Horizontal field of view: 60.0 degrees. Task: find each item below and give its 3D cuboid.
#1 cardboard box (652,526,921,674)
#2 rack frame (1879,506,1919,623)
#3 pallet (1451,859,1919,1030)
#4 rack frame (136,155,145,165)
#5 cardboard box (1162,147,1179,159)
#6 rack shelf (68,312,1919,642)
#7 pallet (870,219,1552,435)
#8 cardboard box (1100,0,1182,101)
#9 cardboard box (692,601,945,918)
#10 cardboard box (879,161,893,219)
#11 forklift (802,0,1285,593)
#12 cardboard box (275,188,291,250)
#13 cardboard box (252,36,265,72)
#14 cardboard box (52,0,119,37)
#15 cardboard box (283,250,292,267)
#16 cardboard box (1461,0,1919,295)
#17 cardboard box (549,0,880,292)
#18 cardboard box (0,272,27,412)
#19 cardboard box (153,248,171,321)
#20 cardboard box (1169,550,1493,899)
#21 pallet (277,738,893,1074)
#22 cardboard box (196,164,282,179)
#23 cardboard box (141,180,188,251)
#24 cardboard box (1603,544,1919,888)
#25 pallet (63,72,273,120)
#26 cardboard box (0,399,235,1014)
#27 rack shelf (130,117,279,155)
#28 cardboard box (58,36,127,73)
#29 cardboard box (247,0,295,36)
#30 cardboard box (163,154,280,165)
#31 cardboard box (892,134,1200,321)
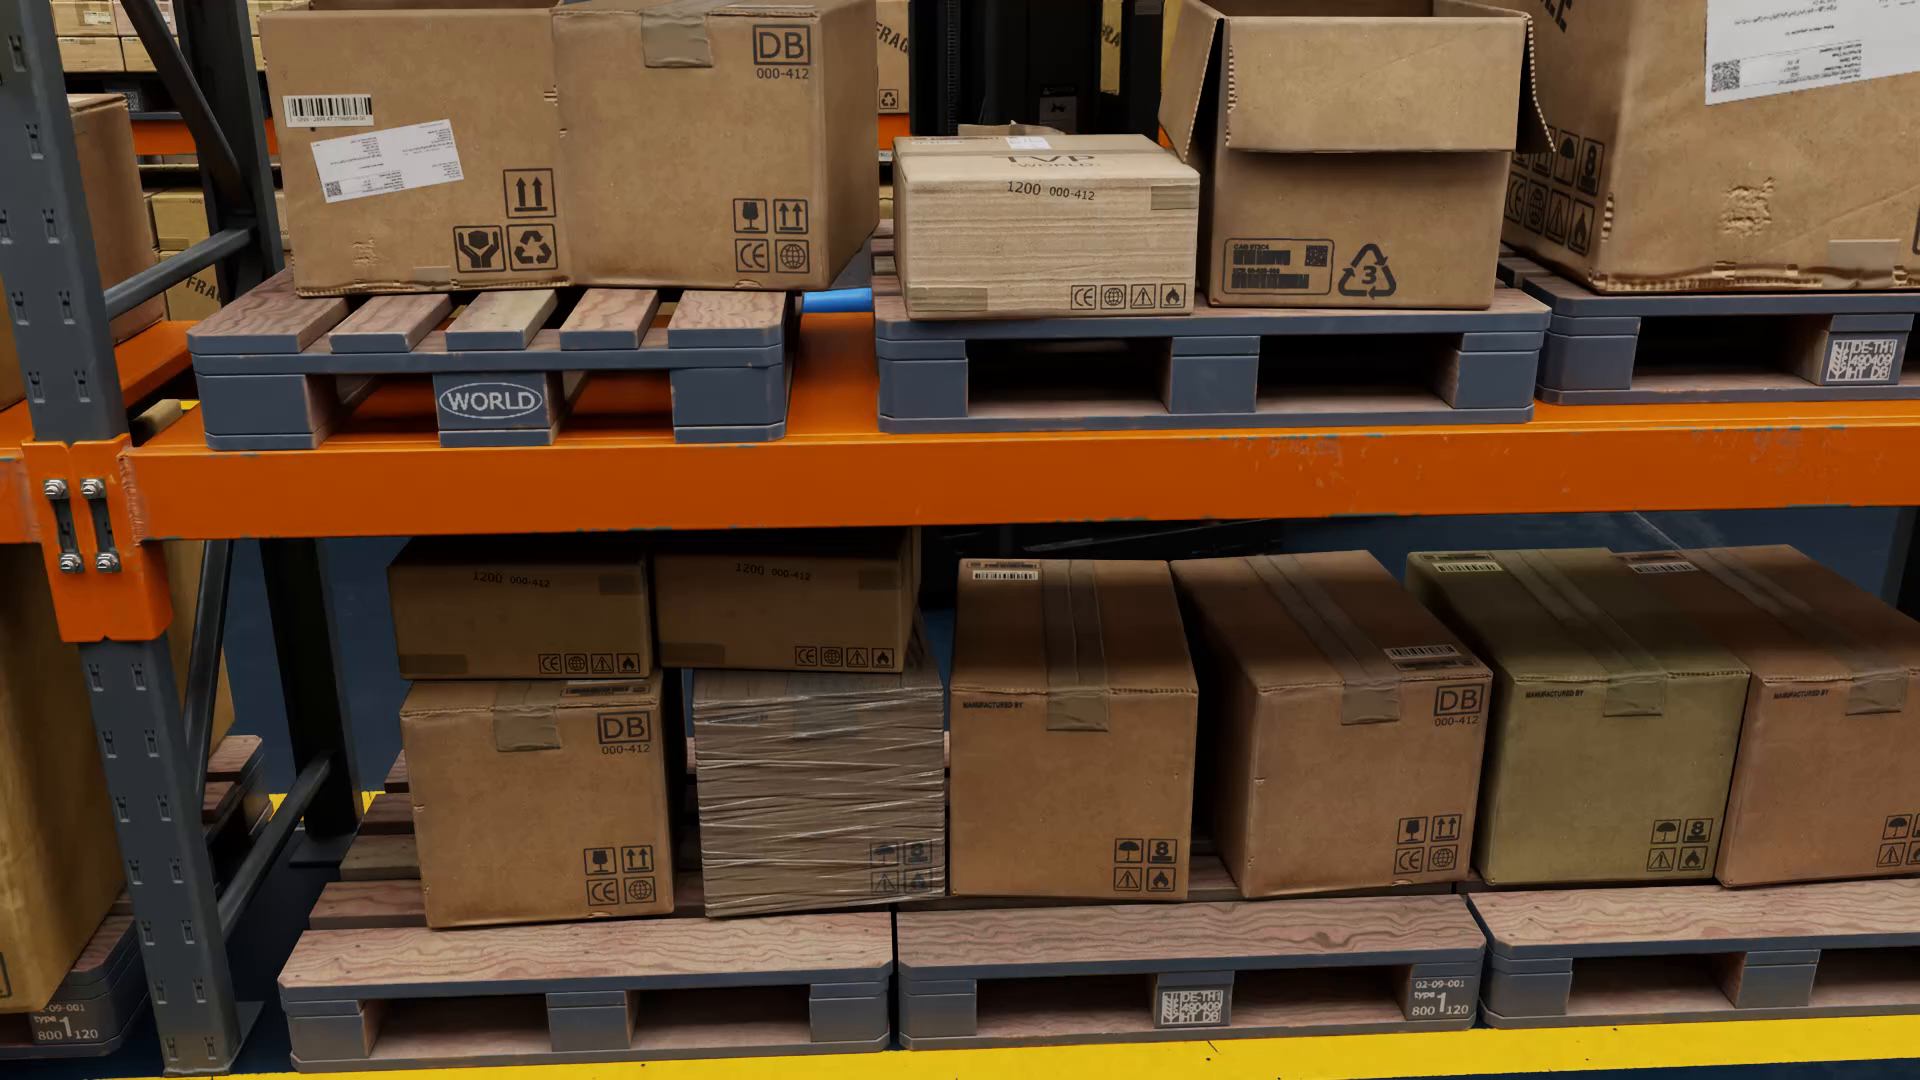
[{"bbox_3d":[-0.352,0.064,3.579,0.500,0.250,0.500,1,21,3],"label":"cardboard box"},{"bbox_3d":[2.445,-0.591,3.458,0.127,3.000,1.000,-1,21,-3],"label":"rack frame"},{"bbox_3d":[1.668,0.728,3.911,1.213,0.211,1.003,-1,21,-3],"label":"pallet"},{"bbox_3d":[-6.108,-3.949,12.277,0.127,3.000,1.000,-1,21,-3],"label":"rack frame"},{"bbox_3d":[1.356,-3.068,13.067,0.625,0.372,0.950,-1,21,-2],"label":"cardboard box"},{"bbox_3d":[0.448,-0.214,3.479,4.000,0.370,1.077,-1,21,-3],"label":"rack shelf"},{"bbox_3d":[0.425,-0.475,3.422,1.213,0.211,1.003,-1,21,-3],"label":"pallet"},{"bbox_3d":[0.748,-2.276,7.742,0.500,0.500,0.500,-1,21,-2],"label":"cardboard box"},{"bbox_3d":[-0.328,0.416,3.707,0.500,0.500,0.700,-3,21,-8],"label":"cardboard box"},{"bbox_3d":[-0.245,-1.418,8.201,0.750,0.750,1.050,-1,21,-2],"label":"cardboard box"},{"bbox_3d":[0.623,-1.443,5.792,3.031,2.935,1.130,-8,22,-19],"label":"forklift"},{"bbox_3d":[-2.902,-1.531,7.796,0.500,0.250,0.500,-1,21,-2],"label":"cardboard box"},{"bbox_3d":[-2.951,-2.166,7.357,0.250,0.149,0.380,-1,21,-4],"label":"cardboard box"},{"bbox_3d":[-3.743,-2.288,7.258,0.250,0.149,0.380,-2,21,-4],"label":"cardboard box"},{"bbox_3d":[-2.891,-1.186,7.944,0.500,0.500,0.500,0,21,-1],"label":"cardboard box"},{"bbox_3d":[1.644,-1.101,3.364,1.000,1.000,1.000,-1,21,-3],"label":"cardboard box"},{"bbox_3d":[-0.460,-0.825,3.341,0.500,0.500,0.700,2,21,5],"label":"cardboard box"},{"bbox_3d":[-2.027,-0.458,2.969,0.500,0.500,0.500,-1,21,-1],"label":"cardboard box"},{"bbox_3d":[-3.921,-1.168,7.896,0.500,0.500,0.500,-1,21,-2],"label":"cardboard box"},{"bbox_3d":[0.795,0.391,3.773,0.500,0.500,0.700,-3,21,-8],"label":"cardboard box"},{"bbox_3d":[-0.768,0.778,3.781,1.213,0.211,1.003,-1,21,-3],"label":"pallet"},{"bbox_3d":[-3.434,-1.708,8.262,0.500,0.250,0.500,-1,21,-3],"label":"cardboard box"},{"bbox_3d":[-3.930,-1.513,7.747,0.500,0.250,0.500,0,21,-1],"label":"cardboard box"},{"bbox_3d":[1.831,0.376,3.811,0.500,0.500,0.700,-3,21,-7],"label":"cardboard box"},{"bbox_3d":[-3.705,-2.129,7.768,1.213,0.211,1.003,-1,21,-3],"label":"pallet"},{"bbox_3d":[-2.239,0.294,3.530,0.875,0.875,1.225,-2,21,-6],"label":"cardboard box"},{"bbox_3d":[-3.727,-1.897,7.899,4.000,0.370,1.077,-1,21,-3],"label":"rack shelf"},{"bbox_3d":[-3.750,-2.148,7.311,0.250,0.149,0.380,-2,21,-6],"label":"cardboard box"},{"bbox_3d":[-2.977,-2.303,7.298,0.250,0.149,0.380,-1,21,-3],"label":"cardboard box"},{"bbox_3d":[-5.493,-3.193,12.688,0.875,0.875,0.875,-1,21,-1],"label":"cardboard box"},{"bbox_3d":[0.138,-0.588,3.071,0.500,0.250,0.500,-2,21,-5],"label":"cardboard box"}]
